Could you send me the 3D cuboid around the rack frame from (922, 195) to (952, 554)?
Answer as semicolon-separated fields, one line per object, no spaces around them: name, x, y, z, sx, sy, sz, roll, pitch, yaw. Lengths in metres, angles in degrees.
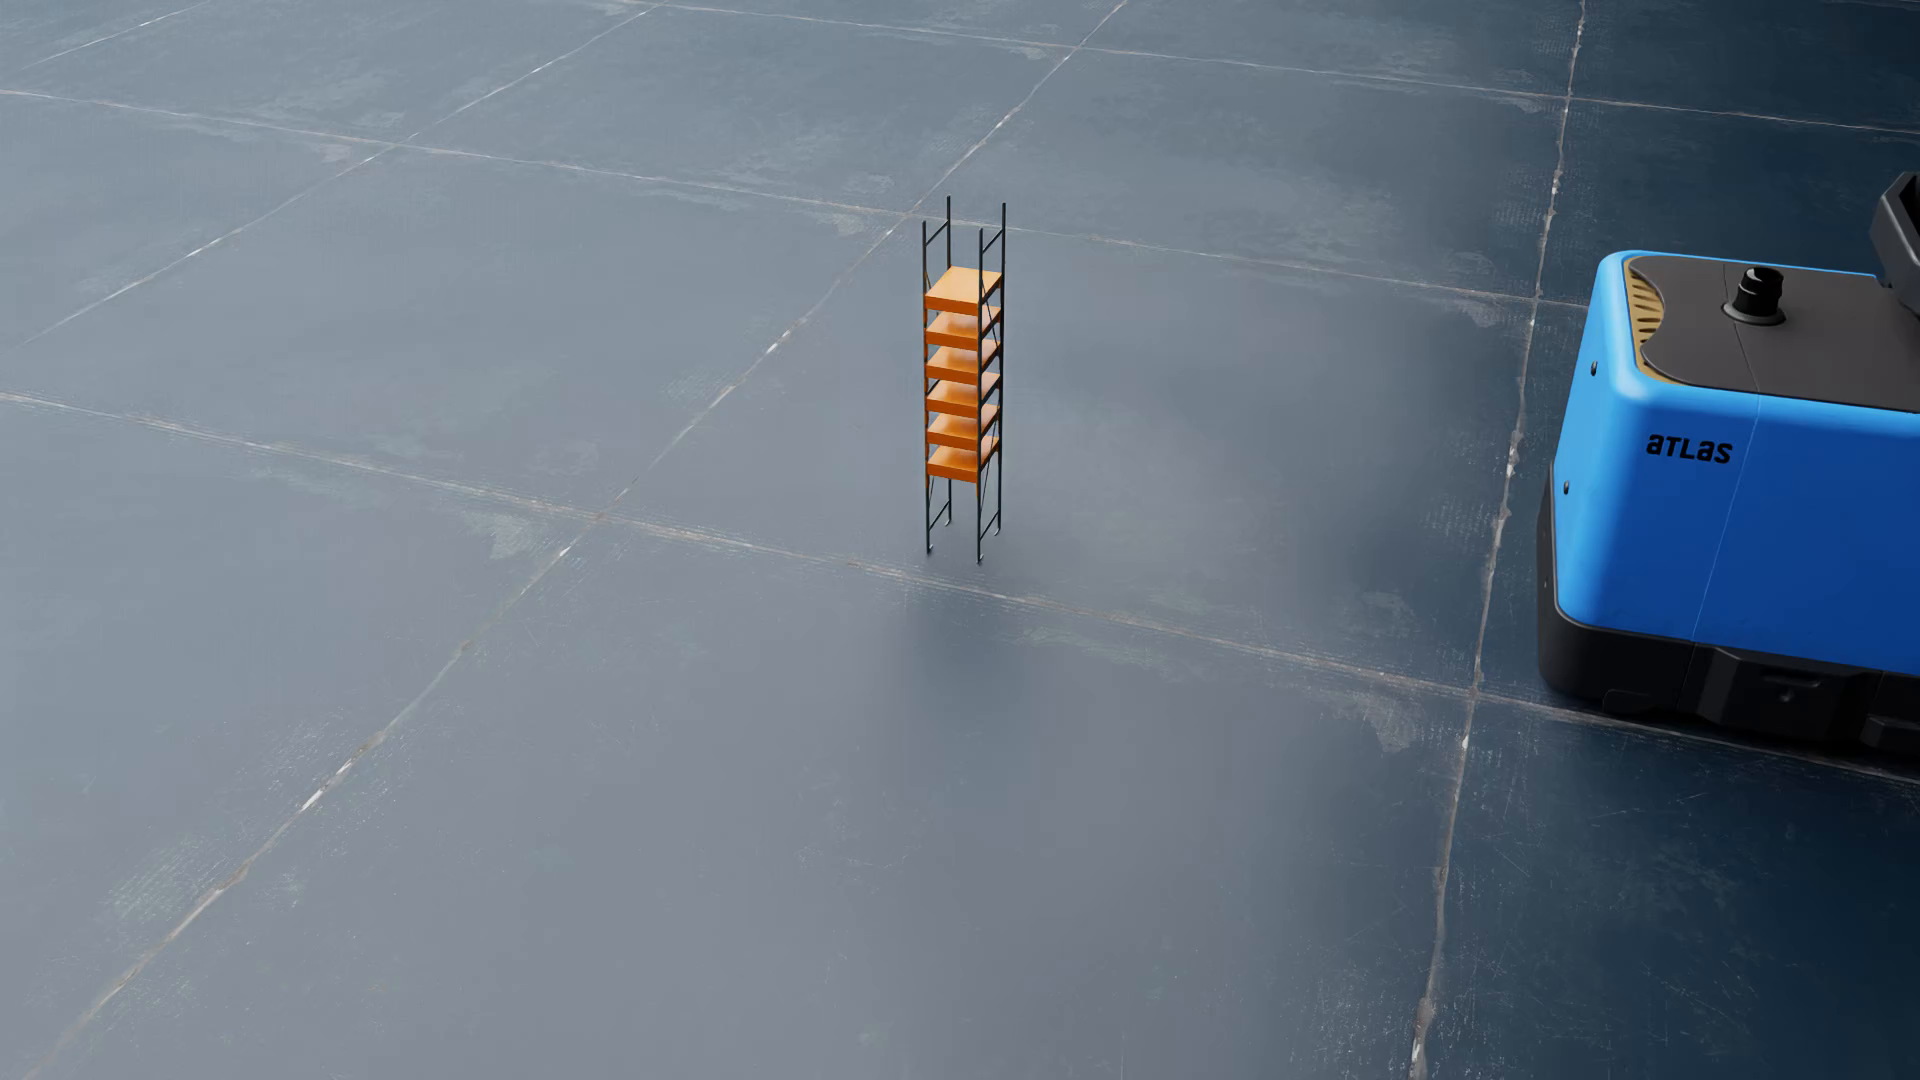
rack frame;-0.073;-0.518;5.446;0.006;1.200;0.240;11;34;16

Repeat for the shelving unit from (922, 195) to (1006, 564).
shelving unit;0.014;-0.501;5.420;0.189;1.200;0.258;11;34;16

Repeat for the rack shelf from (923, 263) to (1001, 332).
rack shelf;0.014;-0.767;5.249;0.180;0.103;0.258;11;34;16

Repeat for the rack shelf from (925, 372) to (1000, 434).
rack shelf;0.014;-0.464;5.445;0.180;0.103;0.258;11;34;16

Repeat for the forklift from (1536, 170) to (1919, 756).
forklift;3.319;-0.780;4.255;3.031;2.935;1.130;9;34;13

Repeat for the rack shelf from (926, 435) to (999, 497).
rack shelf;0.014;-0.262;5.575;0.180;0.103;0.258;11;34;16

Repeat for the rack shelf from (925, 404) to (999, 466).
rack shelf;0.014;-0.363;5.510;0.180;0.103;0.258;11;34;16

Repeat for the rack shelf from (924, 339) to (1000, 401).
rack shelf;0.014;-0.565;5.379;0.180;0.103;0.258;11;34;16

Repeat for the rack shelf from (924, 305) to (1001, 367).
rack shelf;0.014;-0.666;5.314;0.180;0.103;0.258;11;34;16

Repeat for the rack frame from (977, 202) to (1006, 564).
rack frame;0.100;-0.485;5.395;0.006;1.200;0.240;11;34;16
